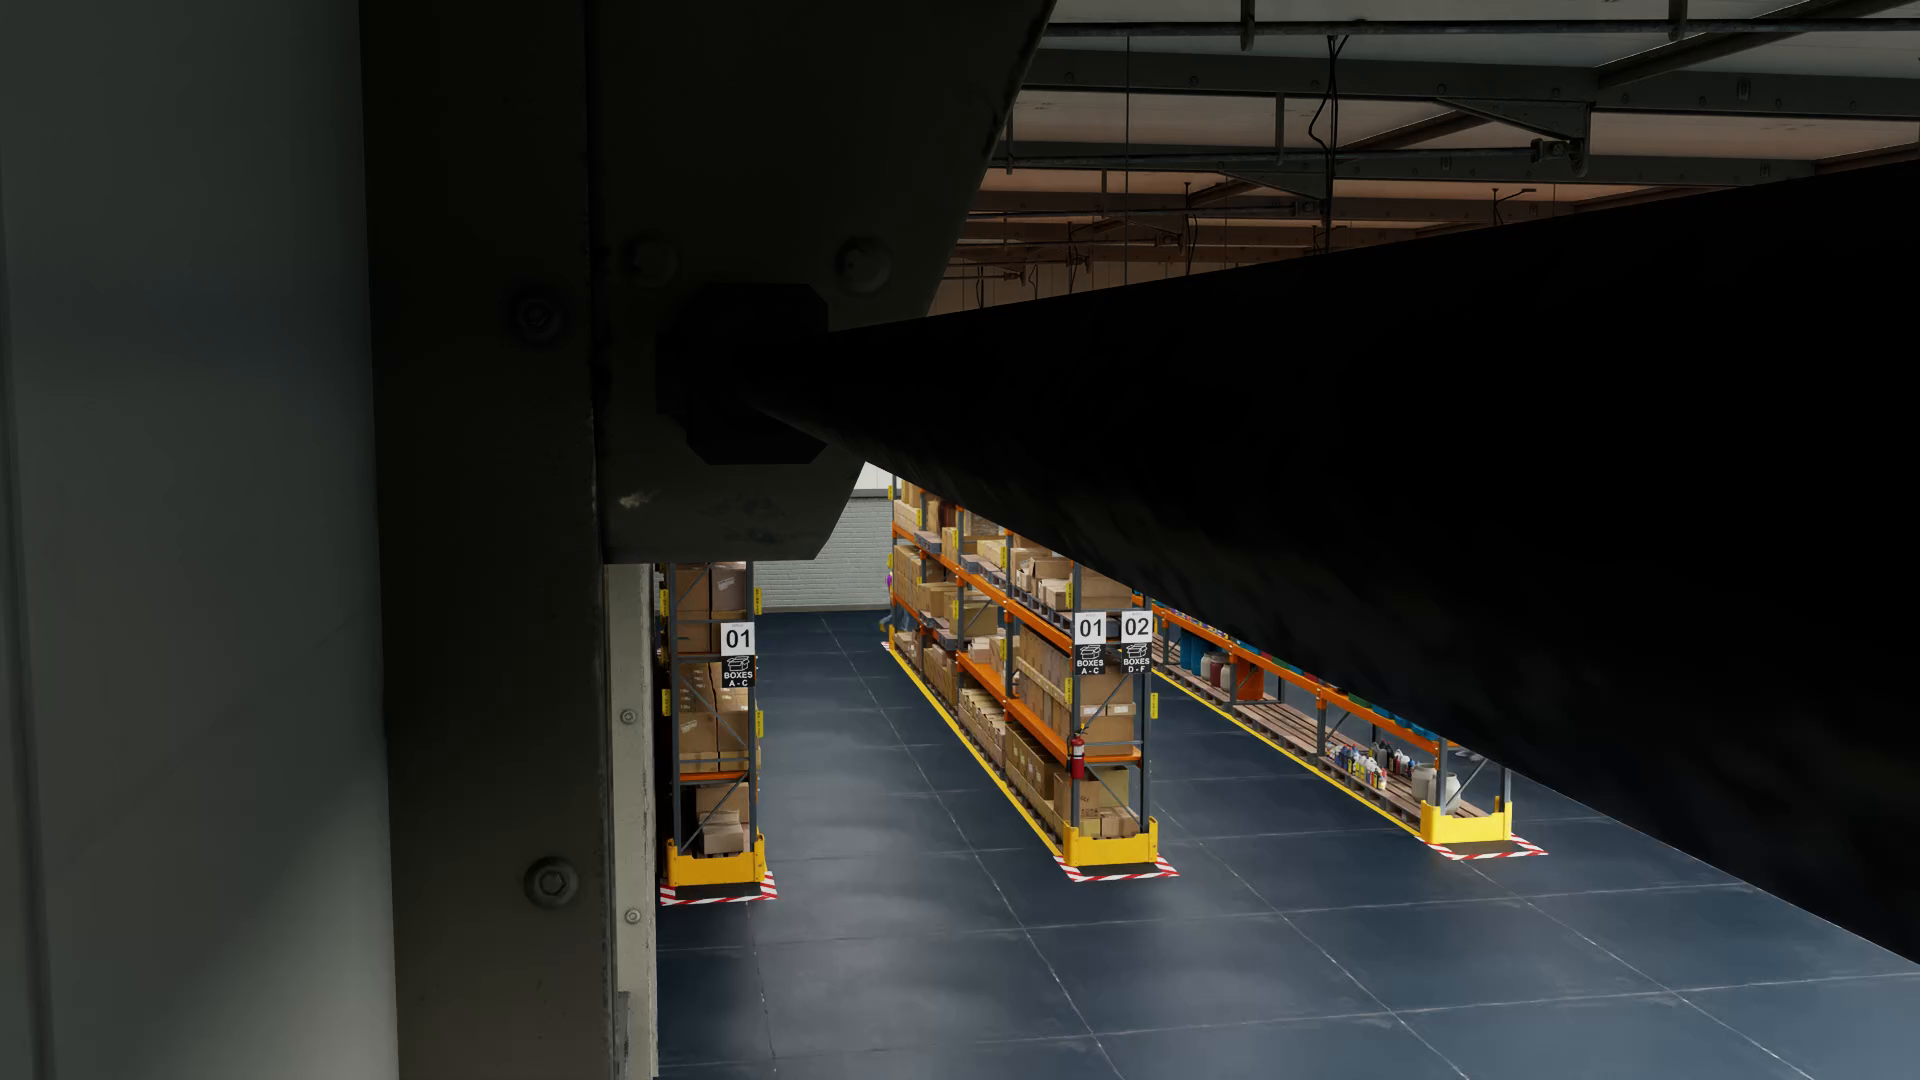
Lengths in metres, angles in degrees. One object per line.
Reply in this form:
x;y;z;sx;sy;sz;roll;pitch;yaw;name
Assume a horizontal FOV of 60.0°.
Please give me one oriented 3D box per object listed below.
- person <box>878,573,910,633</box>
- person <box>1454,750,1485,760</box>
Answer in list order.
-1.457;1.326;38.247;0.796;1.731;0.605;3;7;25;person
8.157;2.582;26.540;0.446;1.764;0.625;-4;7;-31;person
